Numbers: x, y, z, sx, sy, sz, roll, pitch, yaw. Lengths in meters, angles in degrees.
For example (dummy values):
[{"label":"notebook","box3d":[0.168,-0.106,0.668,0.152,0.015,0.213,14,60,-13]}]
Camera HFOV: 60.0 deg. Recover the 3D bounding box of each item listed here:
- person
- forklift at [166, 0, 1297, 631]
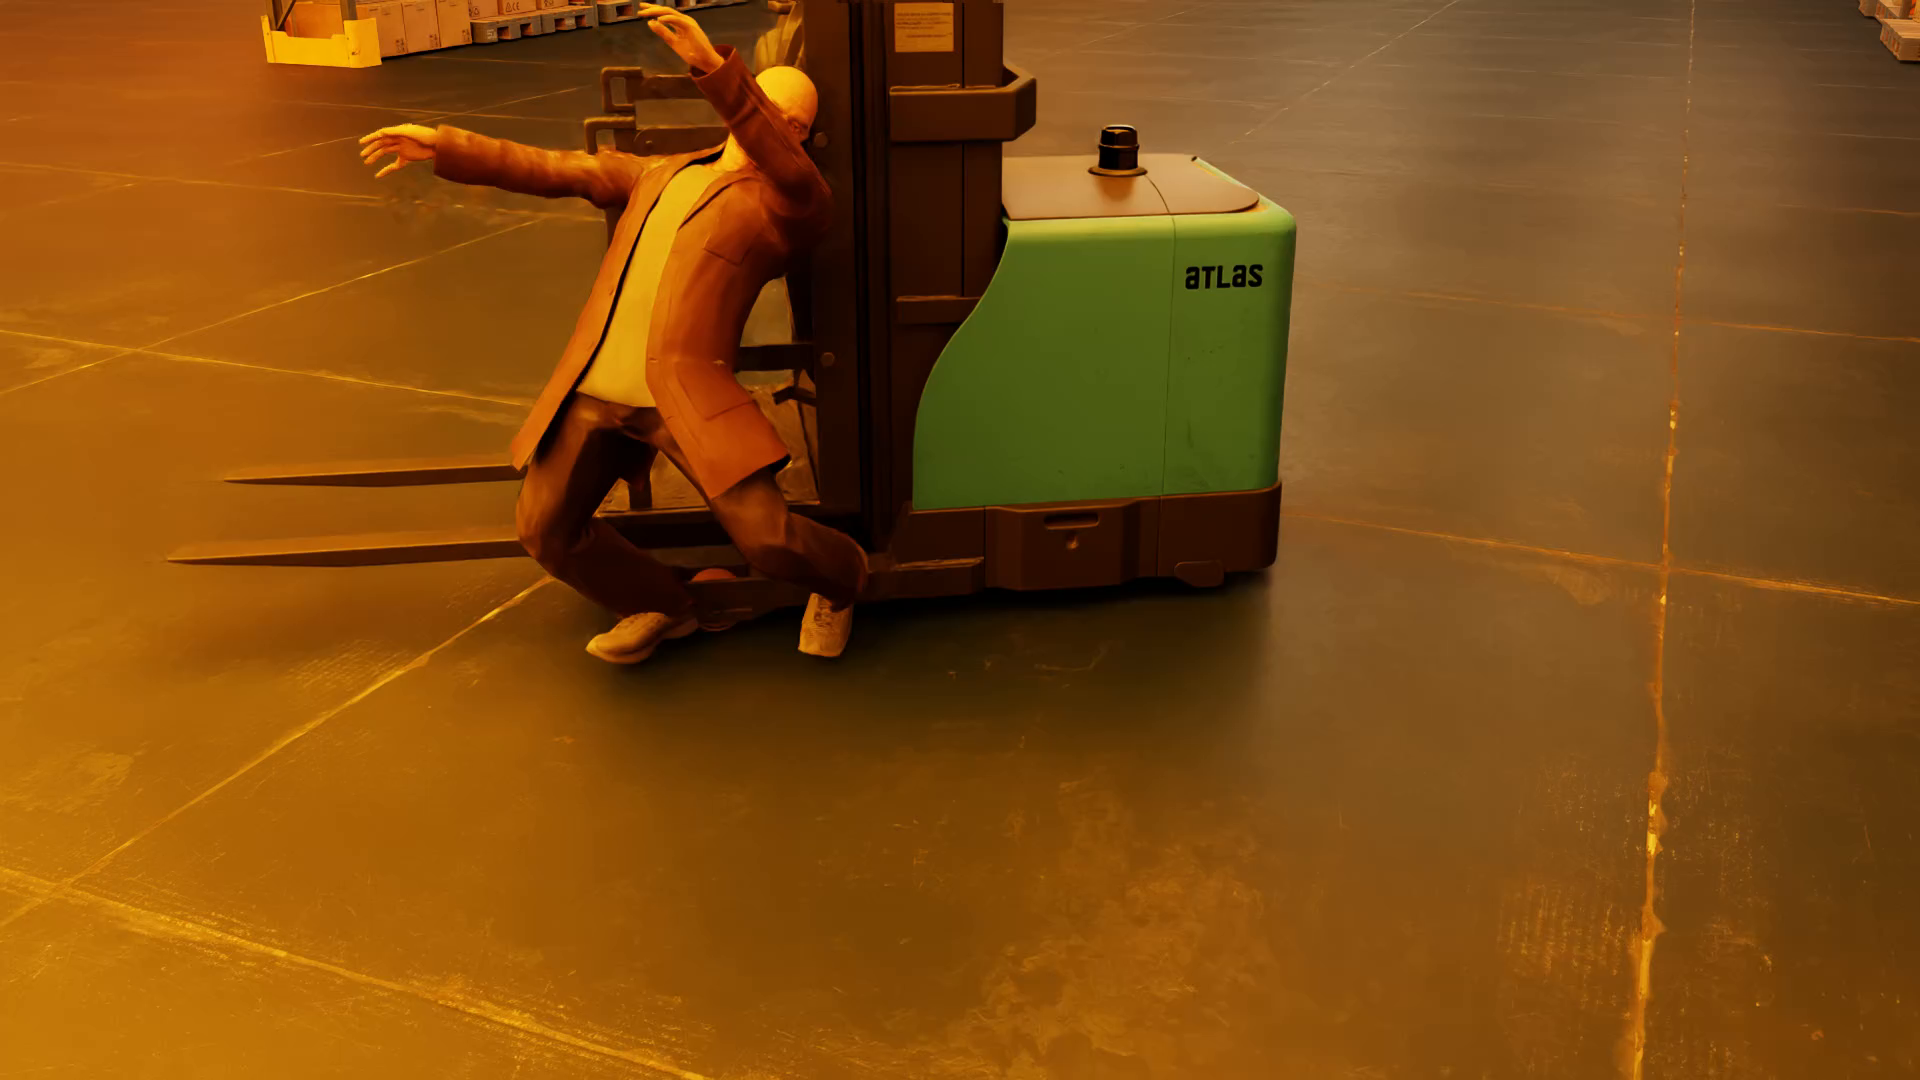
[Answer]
[{"label":"person","box3d":[-0.806,-0.483,4.045,1.107,1.640,0.699,7,24,17]},{"label":"forklift","box3d":[-0.654,-1.312,4.432,3.031,2.935,1.130,-4,23,-8]}]
